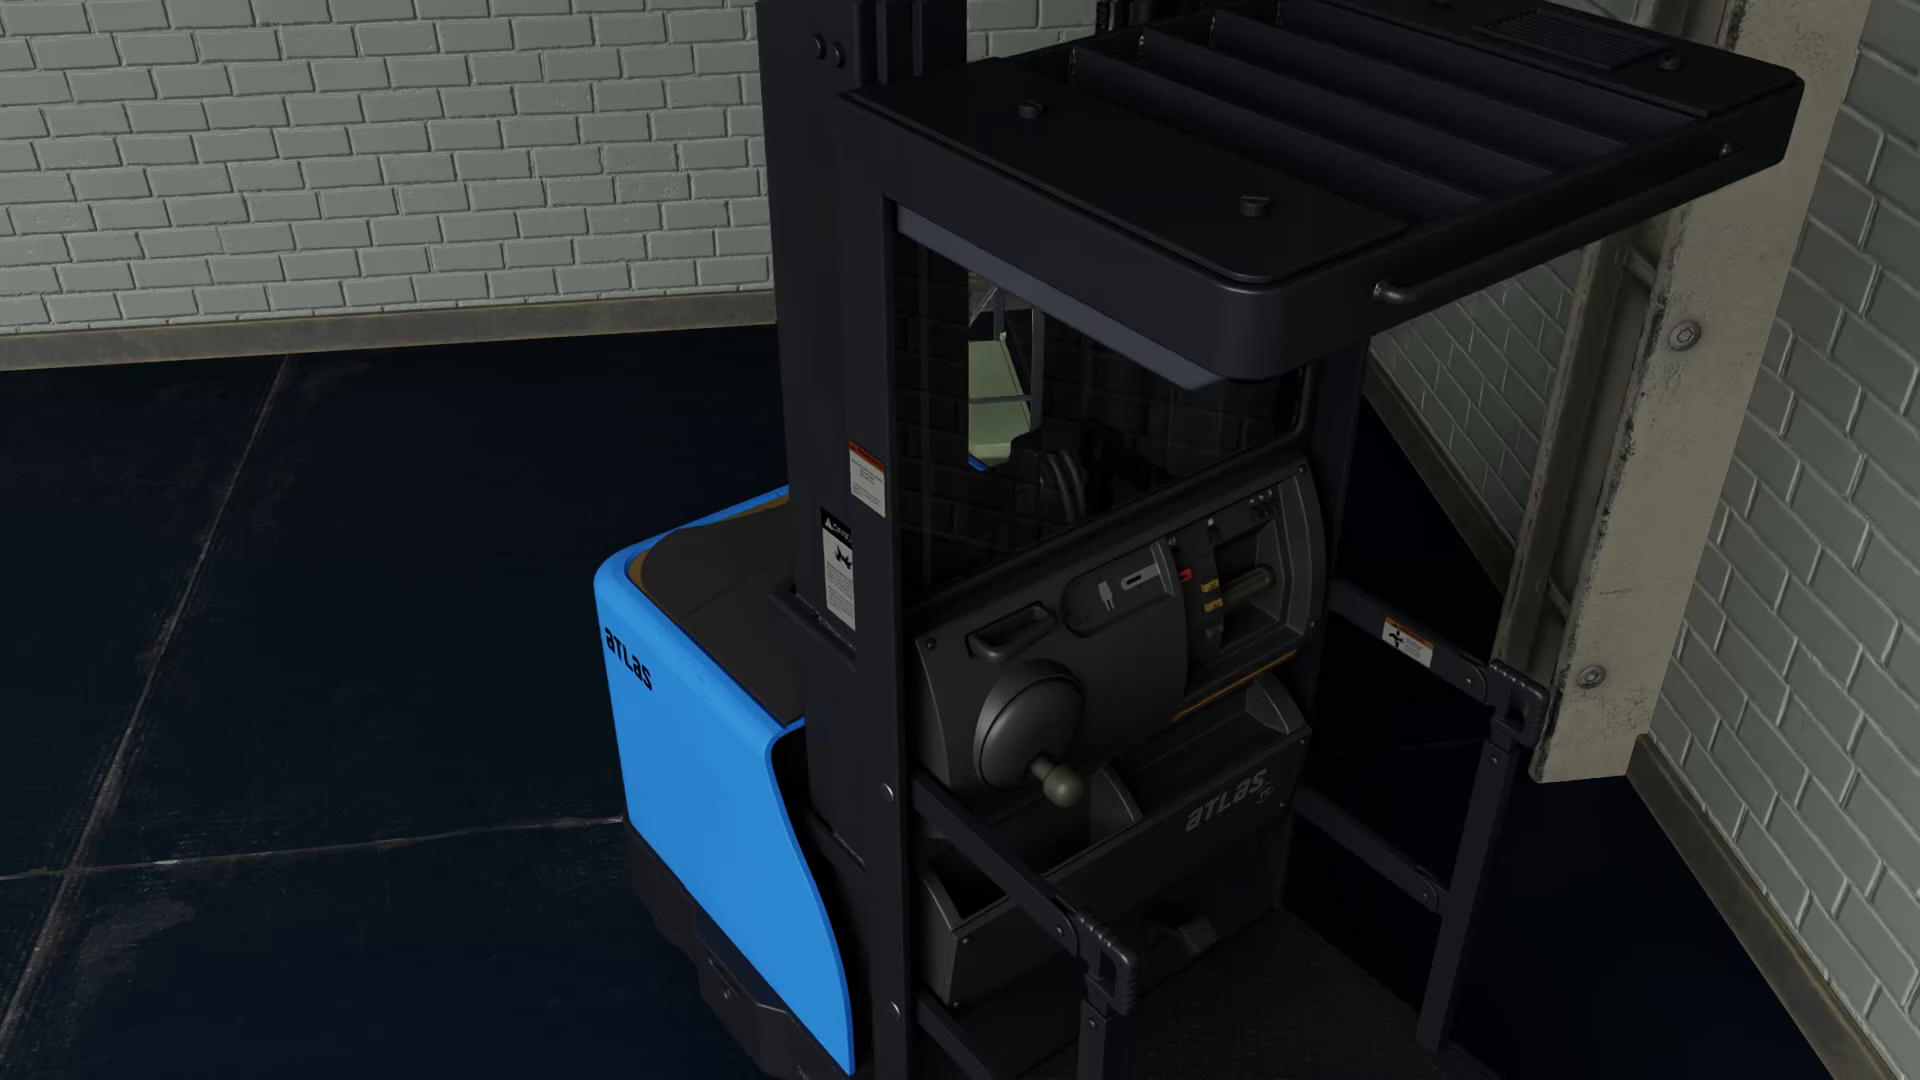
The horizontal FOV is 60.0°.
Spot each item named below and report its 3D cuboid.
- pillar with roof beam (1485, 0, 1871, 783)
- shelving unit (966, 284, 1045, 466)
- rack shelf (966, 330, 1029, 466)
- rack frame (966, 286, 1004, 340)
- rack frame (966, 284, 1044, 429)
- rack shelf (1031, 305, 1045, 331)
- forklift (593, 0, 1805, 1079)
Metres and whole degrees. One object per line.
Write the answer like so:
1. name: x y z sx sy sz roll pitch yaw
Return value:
1. pillar with roof beam: -2.503 -2.822 1.900 9.100 9.000 0.400 -4 35 -6
2. shelving unit: -0.001 -0.623 5.333 0.431 1.500 0.755 -4 35 -6
3. rack shelf: -0.001 -0.354 5.517 0.431 0.370 0.720 -4 35 -6
4. rack frame: -0.050 -0.828 5.633 0.400 1.500 0.023 -4 35 -6
5. rack frame: 0.048 -0.419 5.033 0.400 1.500 0.023 -4 35 -6
6. rack shelf: -0.001 -0.946 5.113 0.431 0.370 0.720 -4 35 -6
7. forklift: 0.447 0.210 2.839 1.130 2.935 3.031 -24 41 -30
